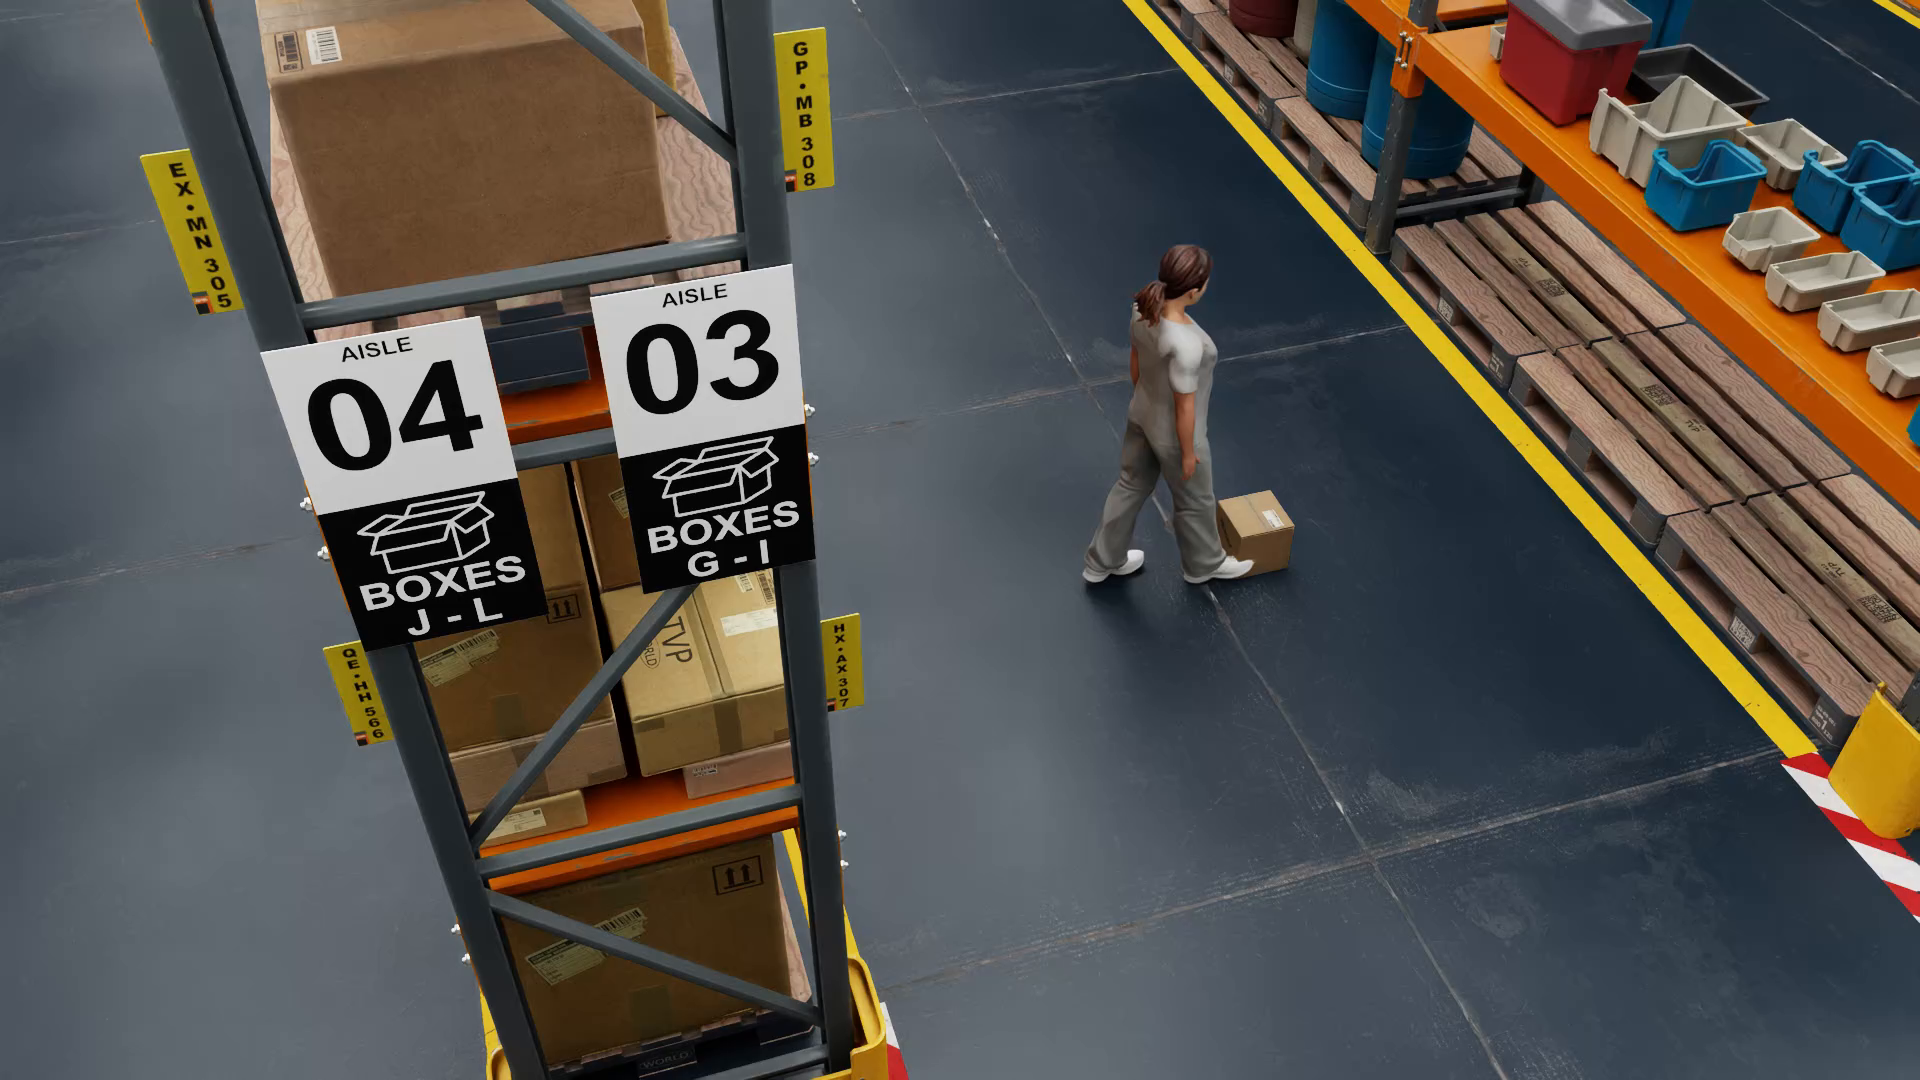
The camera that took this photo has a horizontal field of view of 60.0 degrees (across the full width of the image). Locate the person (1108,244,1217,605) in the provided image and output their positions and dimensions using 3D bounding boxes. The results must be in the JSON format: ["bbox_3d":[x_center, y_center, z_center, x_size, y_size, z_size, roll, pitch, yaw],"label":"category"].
[{"bbox_3d":[0.823,-0.453,6.668,0.373,1.674,0.436,-11,44,-12],"label":"person"}]
